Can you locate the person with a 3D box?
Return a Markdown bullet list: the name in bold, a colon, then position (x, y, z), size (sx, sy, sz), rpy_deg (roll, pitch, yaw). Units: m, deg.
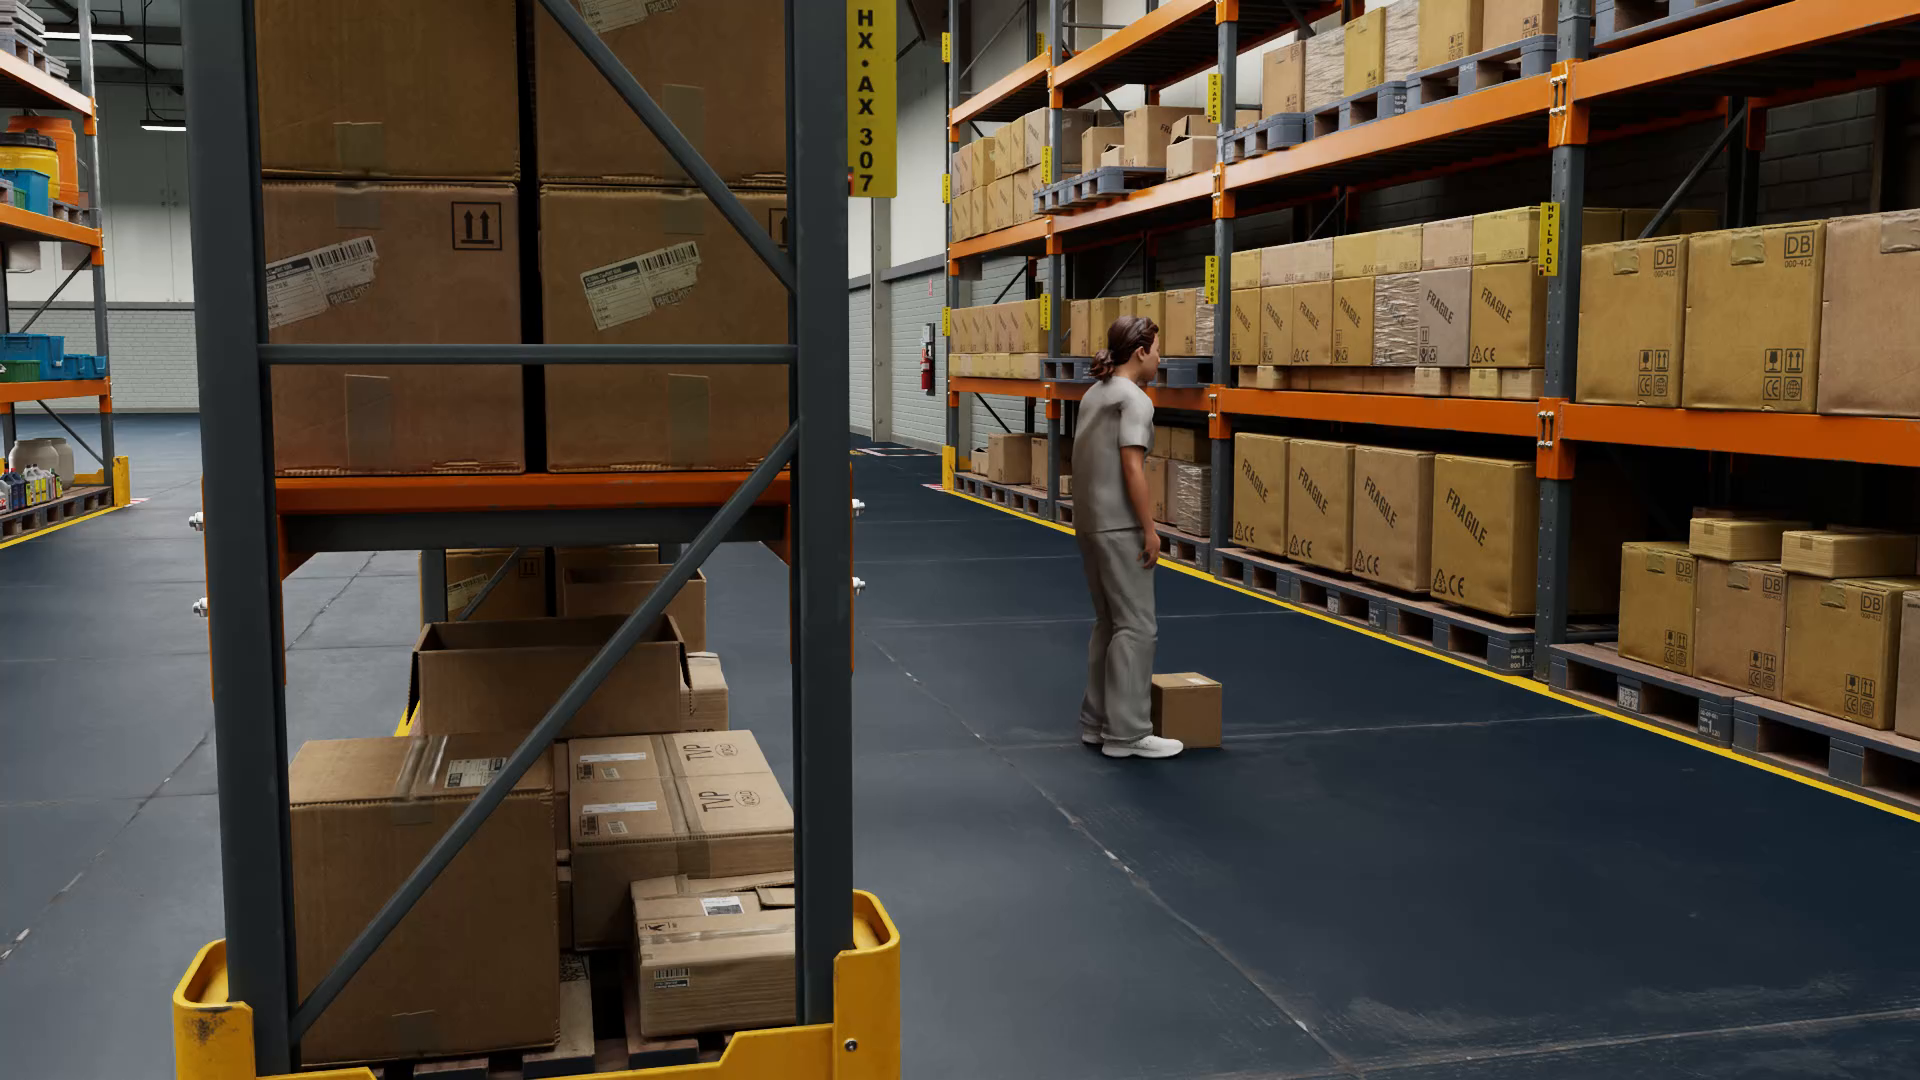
- **person**: position (0.625, -0.027, 6.399), size (0.363, 1.672, 0.514), rpy_deg (-2, 6, -17)
